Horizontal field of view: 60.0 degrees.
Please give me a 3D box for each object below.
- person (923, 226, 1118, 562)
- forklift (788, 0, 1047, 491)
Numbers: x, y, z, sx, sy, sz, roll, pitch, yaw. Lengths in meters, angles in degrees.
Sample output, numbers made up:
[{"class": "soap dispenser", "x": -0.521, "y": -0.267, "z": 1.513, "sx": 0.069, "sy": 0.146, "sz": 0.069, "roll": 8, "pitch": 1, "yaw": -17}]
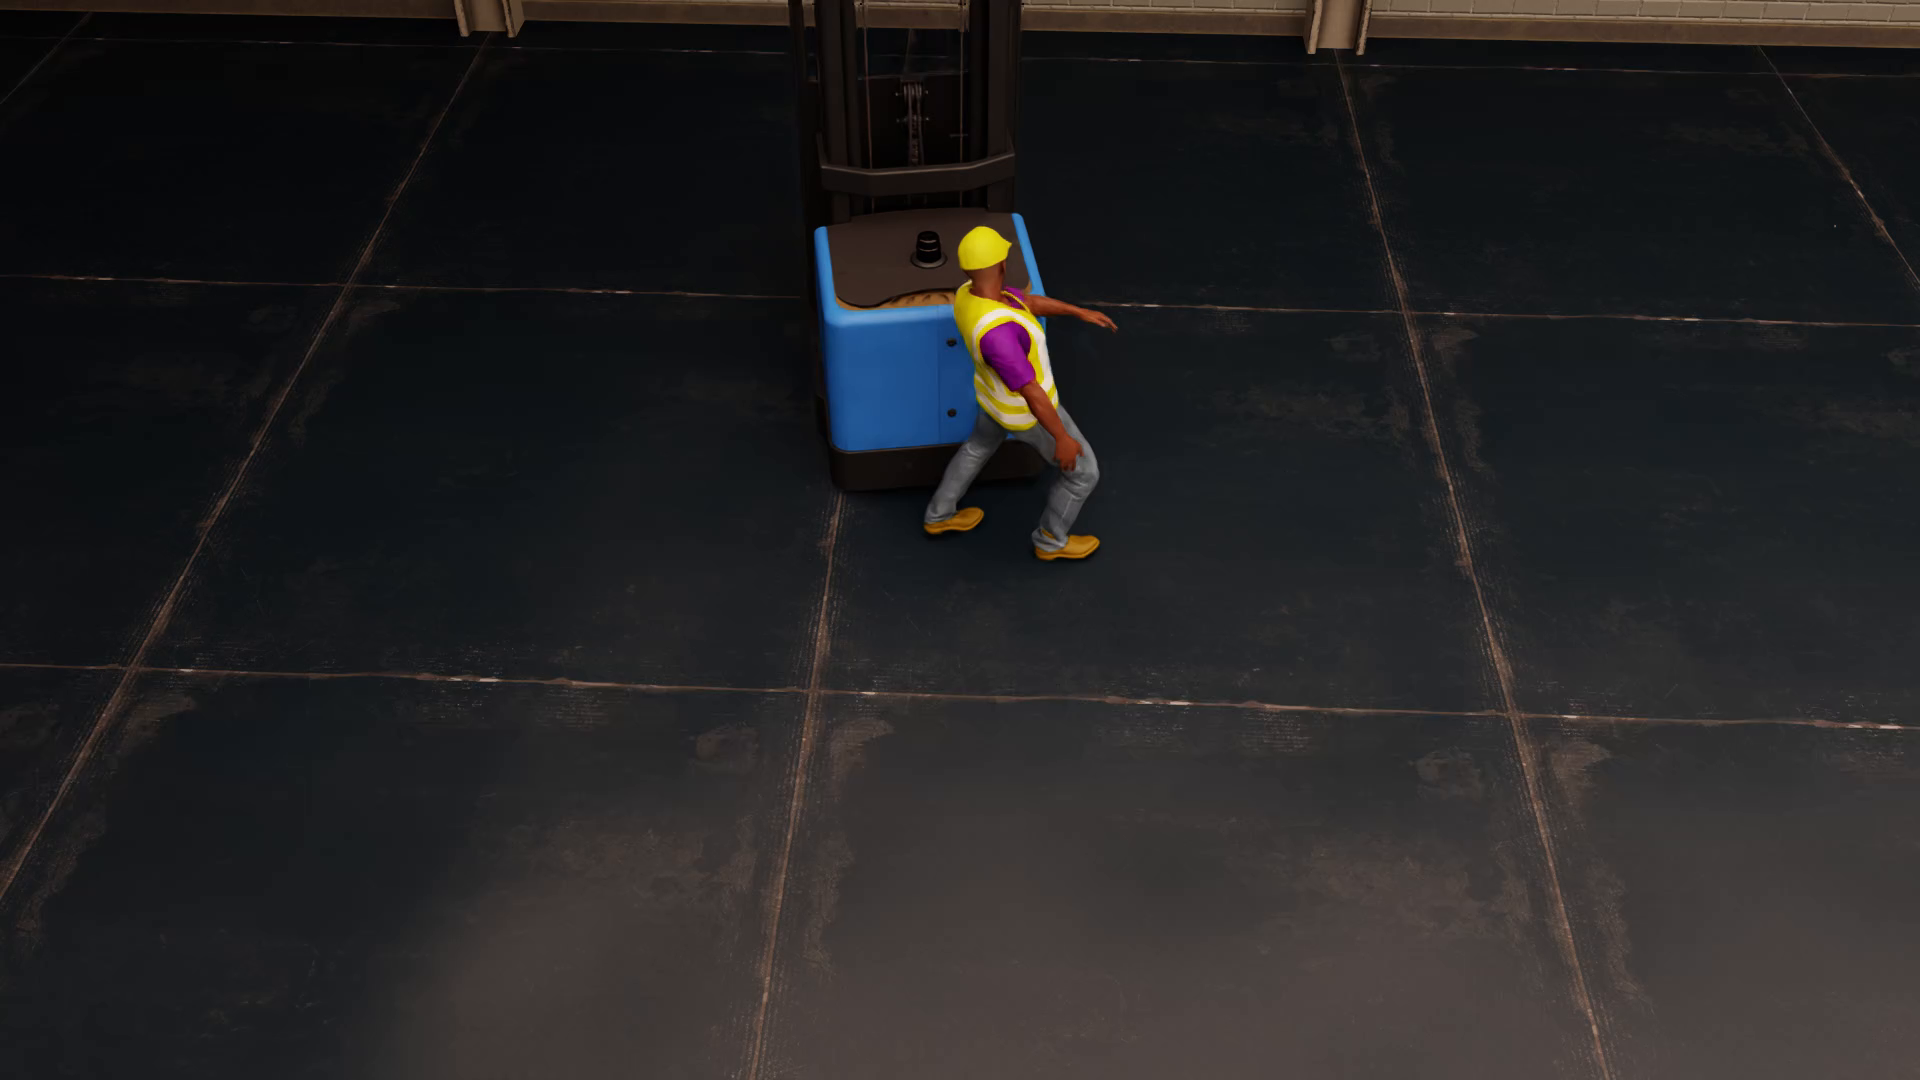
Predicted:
[{"class": "person", "x": 0.339, "y": -0.614, "z": 7.367, "sx": 0.868, "sy": 1.651, "sz": 0.799, "roll": -22, "pitch": 47, "yaw": -22}, {"class": "forklift", "x": -0.289, "y": -2.314, "z": 8.277, "sx": 1.130, "sy": 2.935, "sz": 3.031, "roll": -5, "pitch": 43, "yaw": -5}]
